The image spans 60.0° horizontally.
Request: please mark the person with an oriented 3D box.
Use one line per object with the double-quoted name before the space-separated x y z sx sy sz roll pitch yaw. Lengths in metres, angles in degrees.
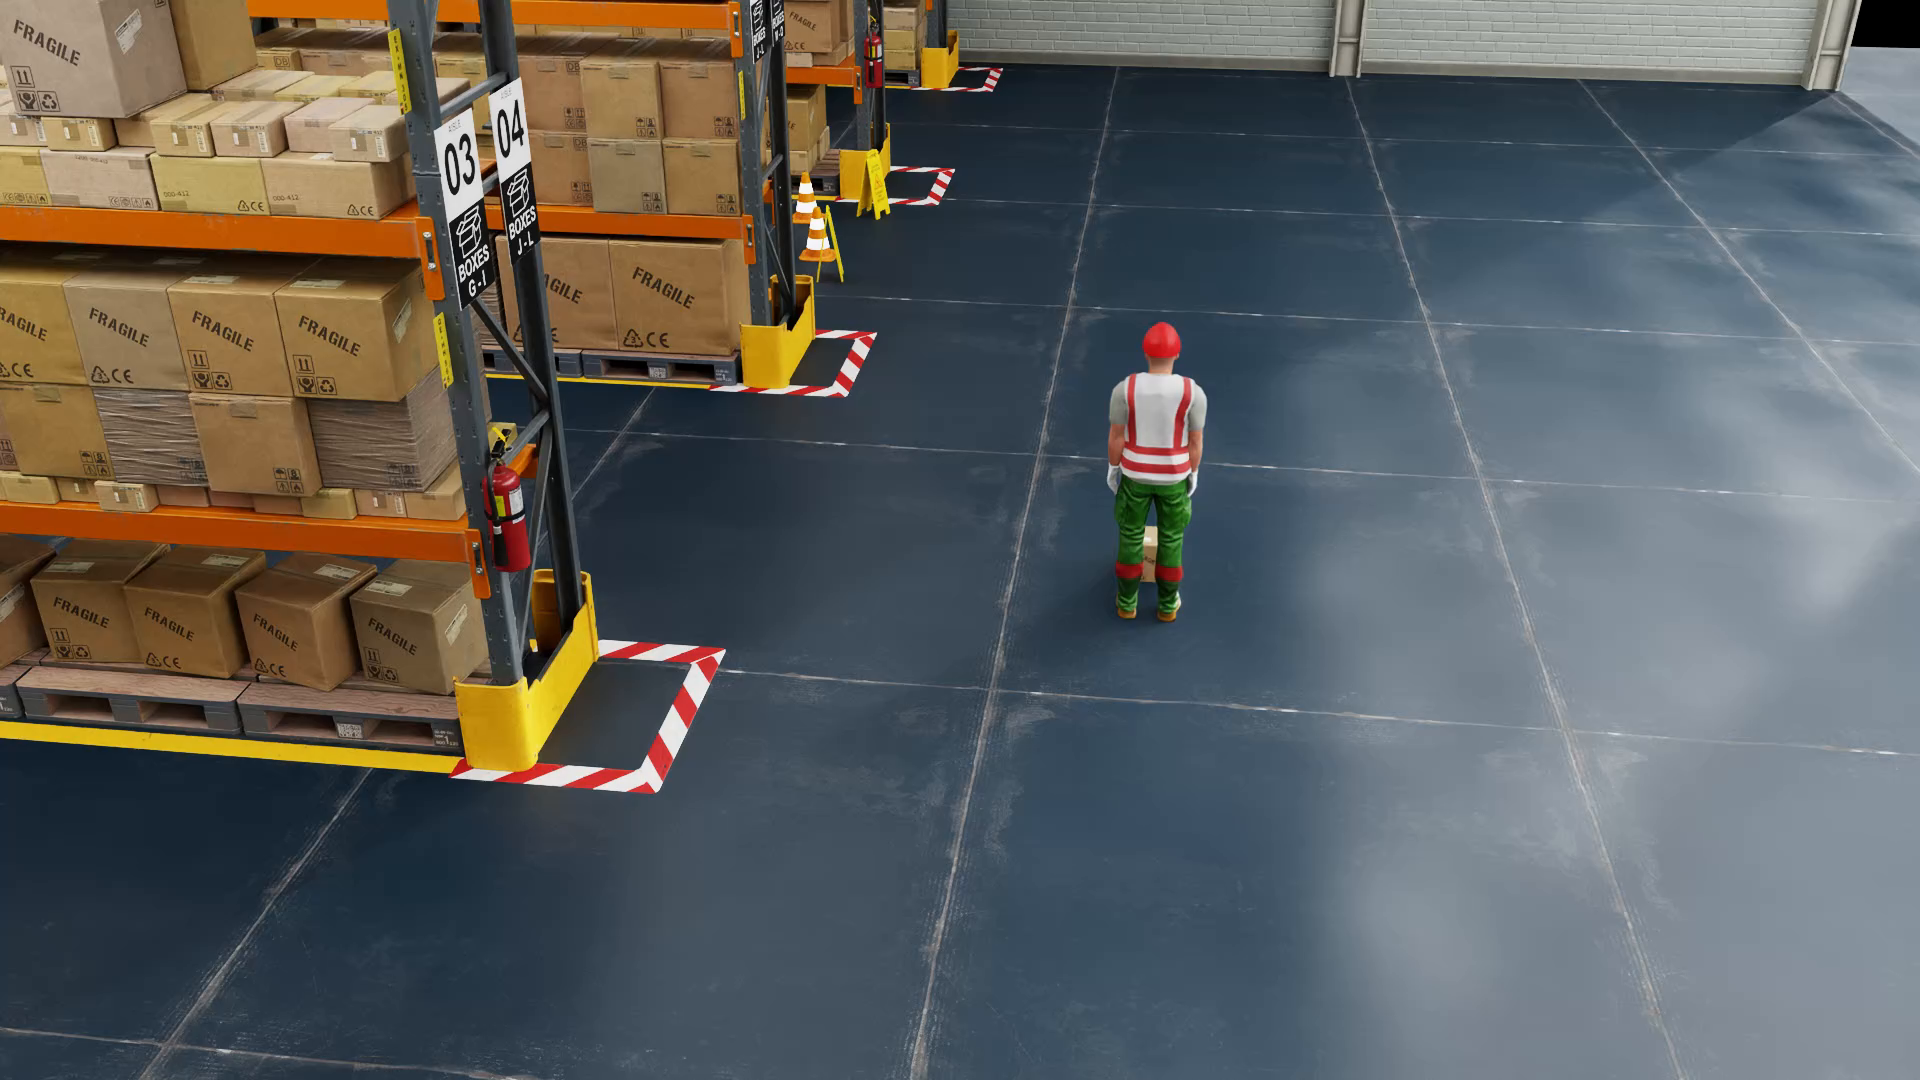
"person" 1.084 -0.374 9.293 0.525 1.789 0.354 4 28 7
